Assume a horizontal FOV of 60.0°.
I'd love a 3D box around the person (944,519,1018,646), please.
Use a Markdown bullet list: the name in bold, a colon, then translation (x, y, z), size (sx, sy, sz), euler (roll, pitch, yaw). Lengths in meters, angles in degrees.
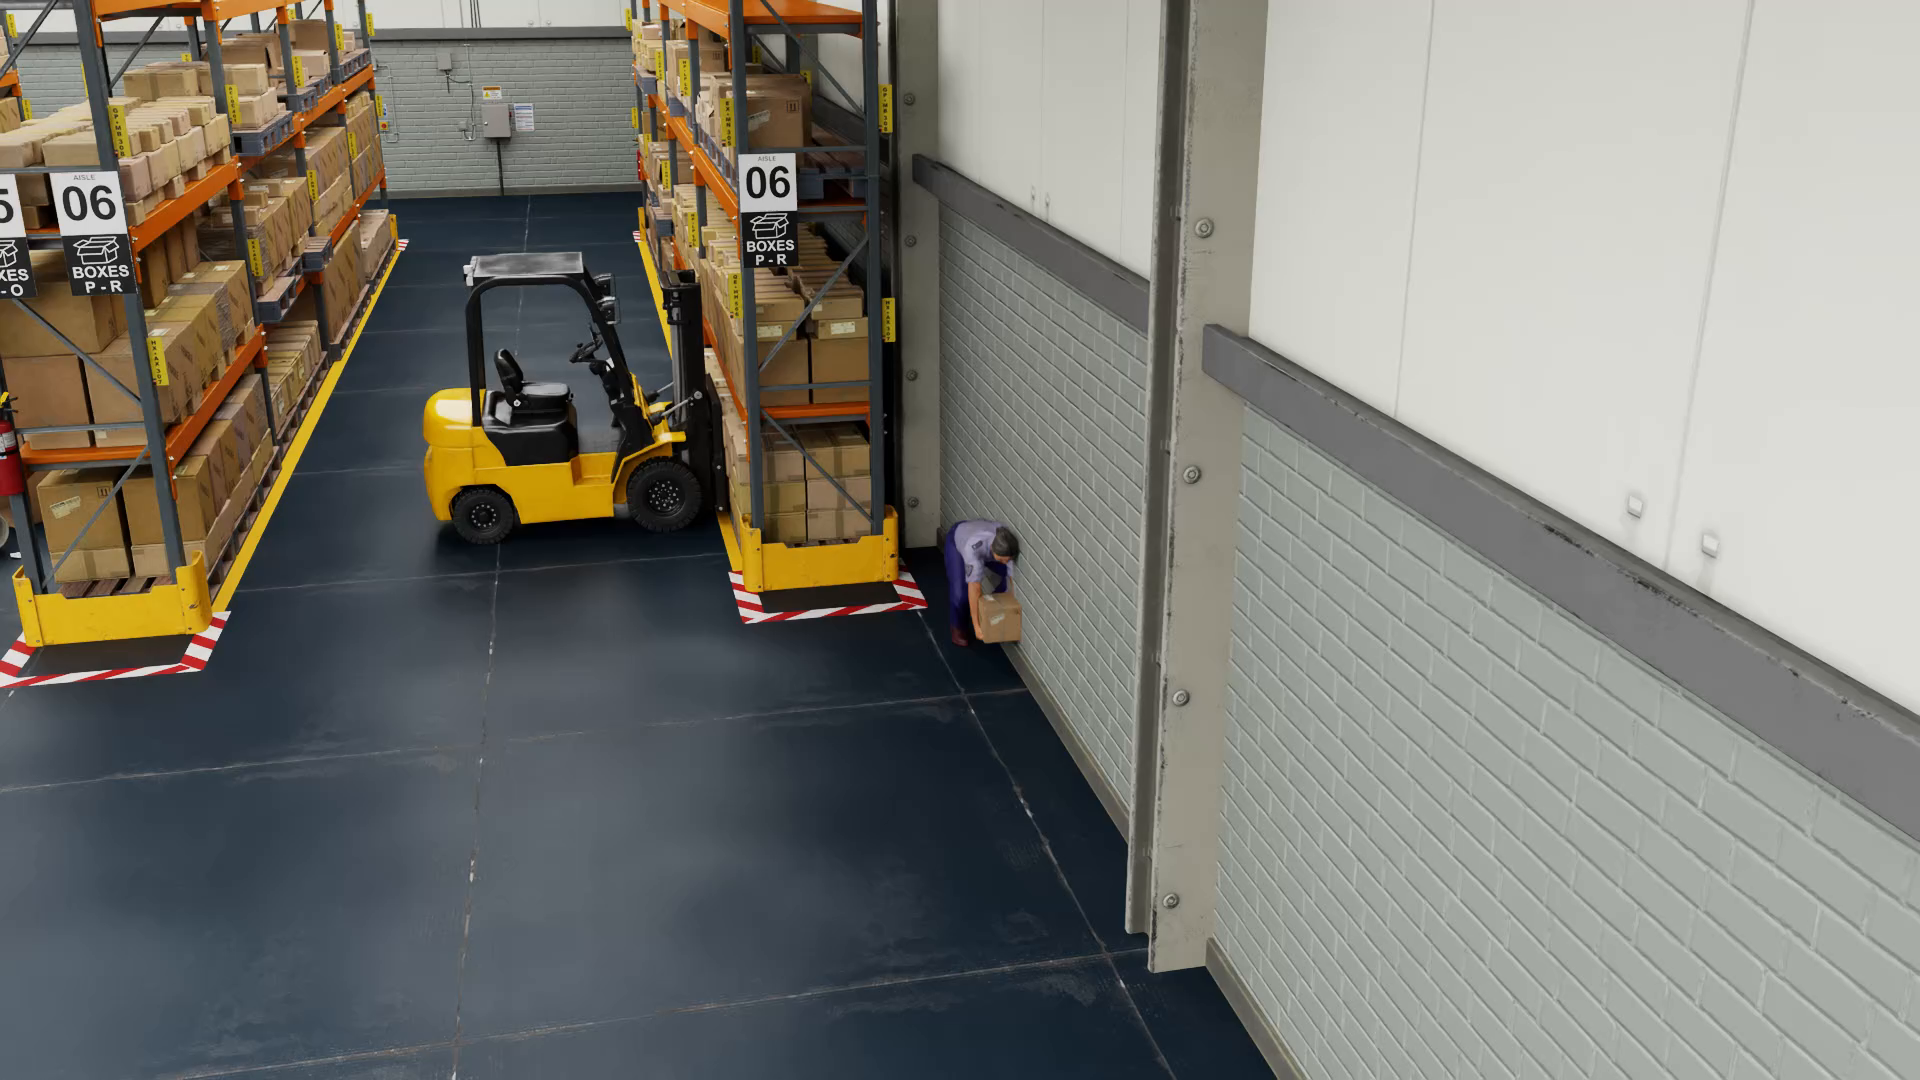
- **person**: translation (0.187, 0.280, 11.336), size (0.531, 0.961, 0.885), euler (-5, 20, -15)
